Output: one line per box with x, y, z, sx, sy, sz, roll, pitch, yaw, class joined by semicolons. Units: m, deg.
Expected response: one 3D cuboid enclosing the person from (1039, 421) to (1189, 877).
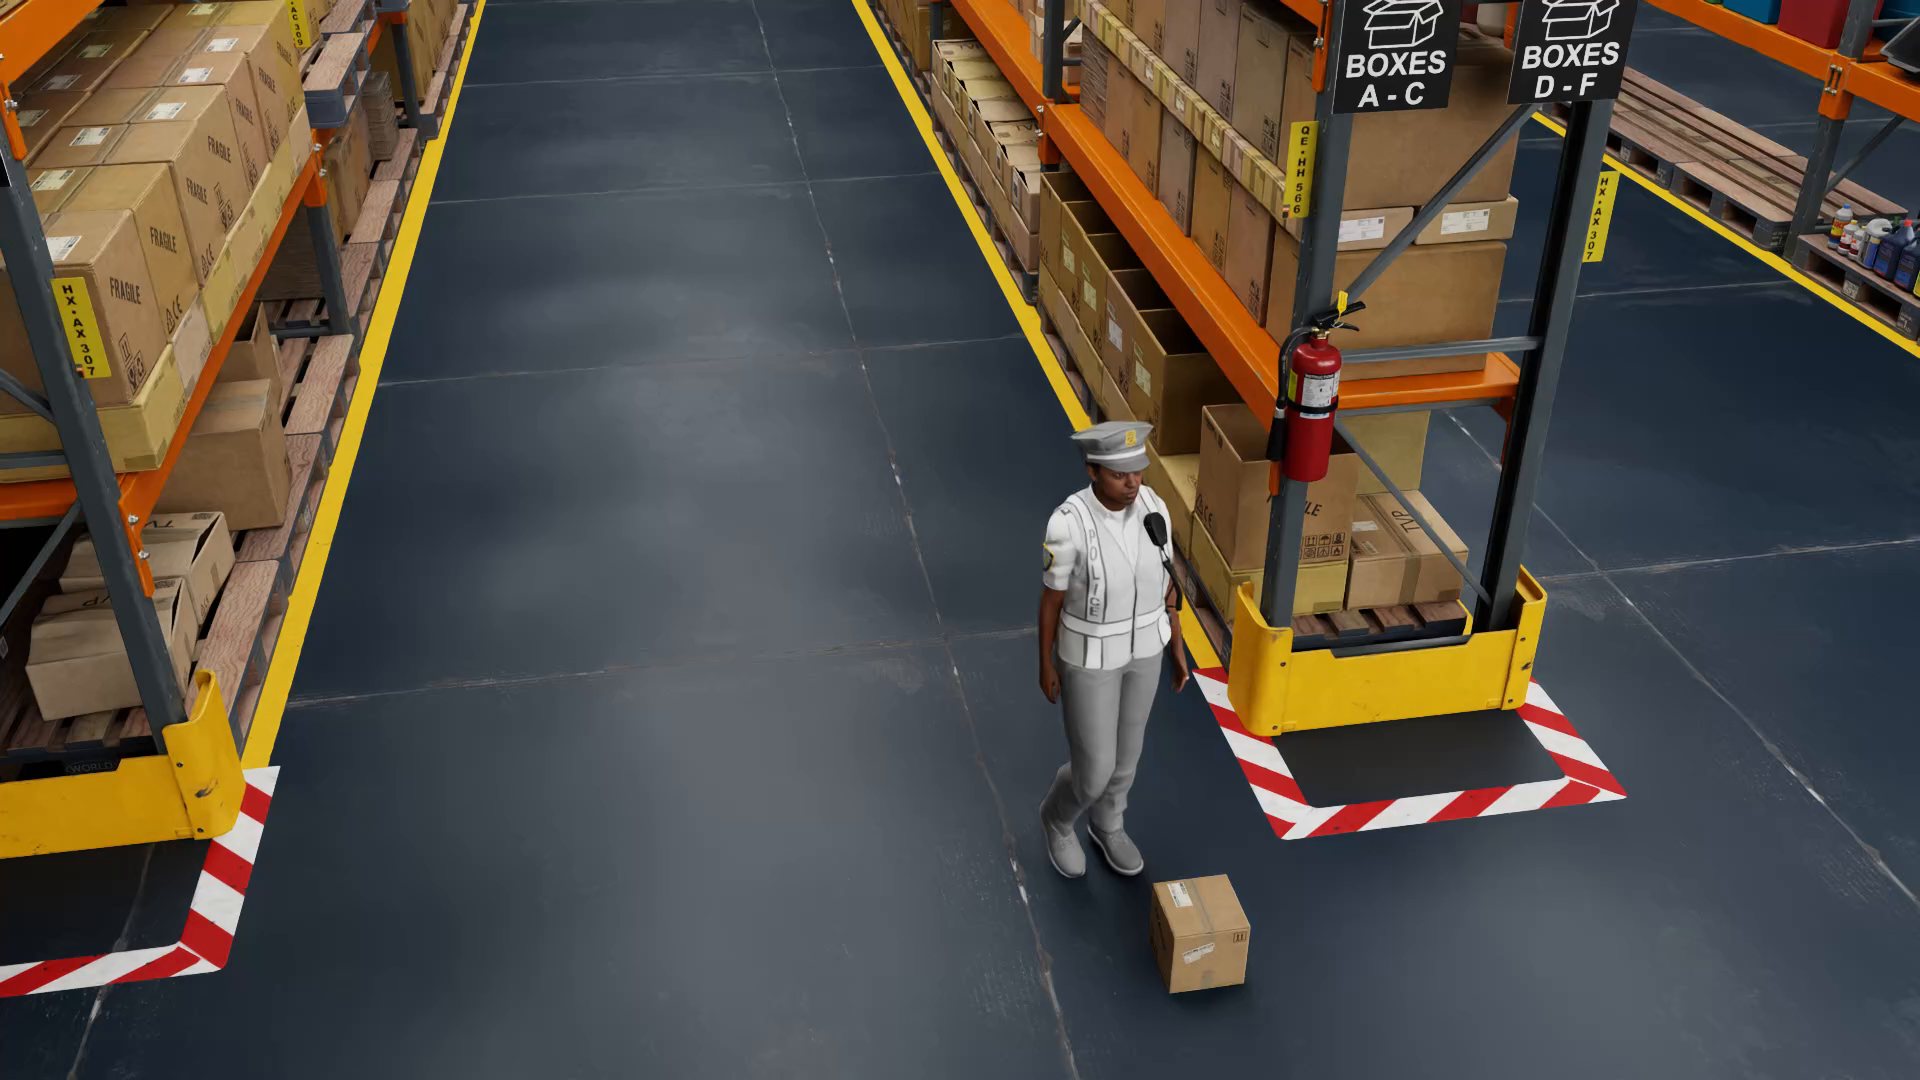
0.515;0.390;5.454;0.465;1.718;0.411;-15;34;-24;person
